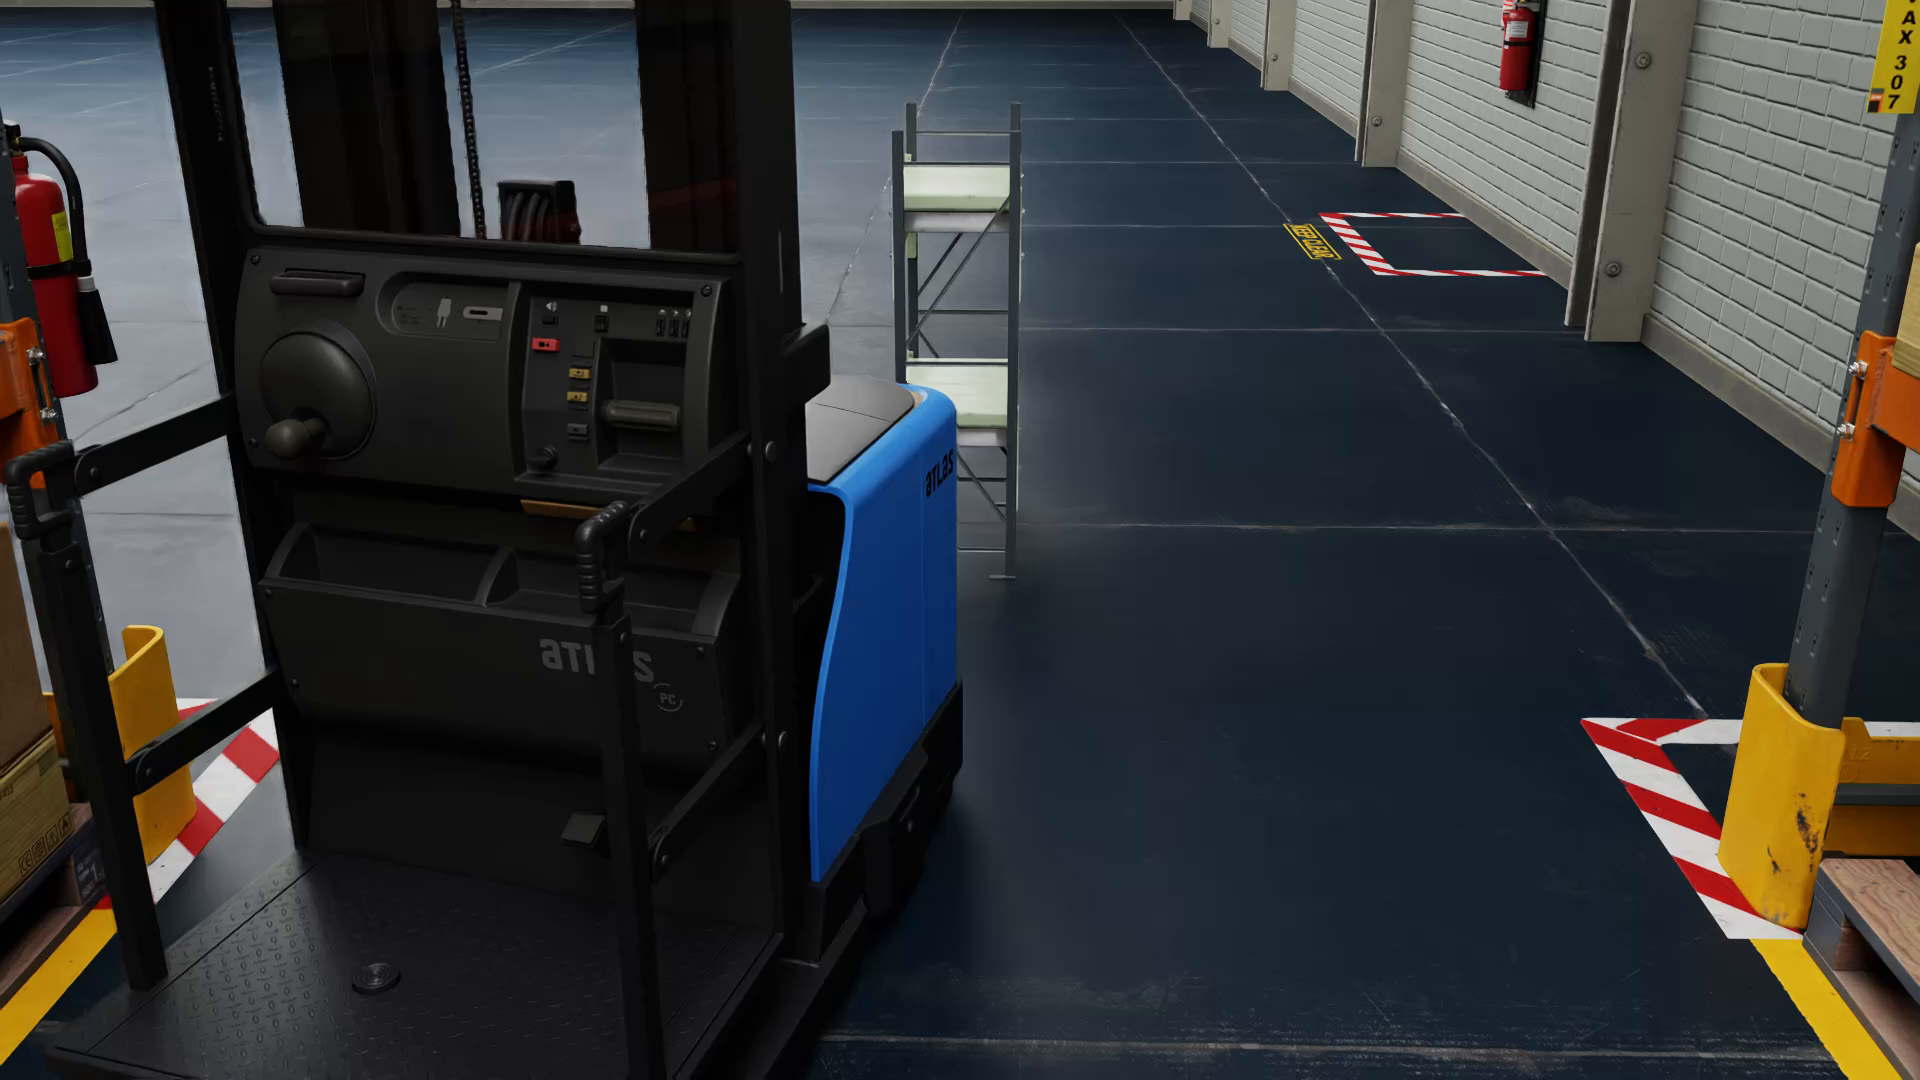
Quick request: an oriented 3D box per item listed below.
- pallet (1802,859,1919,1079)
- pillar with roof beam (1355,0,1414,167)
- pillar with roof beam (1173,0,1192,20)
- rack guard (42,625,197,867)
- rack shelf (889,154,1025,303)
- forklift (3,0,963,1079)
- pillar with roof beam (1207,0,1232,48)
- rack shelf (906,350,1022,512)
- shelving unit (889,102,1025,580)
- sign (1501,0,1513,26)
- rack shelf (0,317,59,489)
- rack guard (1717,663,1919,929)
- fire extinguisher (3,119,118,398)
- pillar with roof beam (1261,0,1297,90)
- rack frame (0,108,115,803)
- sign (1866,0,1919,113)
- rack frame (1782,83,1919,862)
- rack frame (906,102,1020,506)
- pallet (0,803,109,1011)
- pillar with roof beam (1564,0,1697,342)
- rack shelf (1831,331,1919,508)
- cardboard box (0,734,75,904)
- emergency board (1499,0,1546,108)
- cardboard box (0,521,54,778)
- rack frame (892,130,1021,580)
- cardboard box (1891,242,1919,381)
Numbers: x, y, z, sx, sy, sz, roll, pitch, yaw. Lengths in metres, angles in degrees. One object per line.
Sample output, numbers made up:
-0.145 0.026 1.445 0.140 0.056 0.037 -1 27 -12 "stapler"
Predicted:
2.358 1.018 3.113 1.003 0.211 1.213 1 21 2 "pallet"
-0.674 -7.523 12.978 9.100 9.000 0.400 1 21 2 "pillar with roof beam"
-0.127 -14.031 29.751 9.100 9.000 0.400 1 21 2 "pillar with roof beam"
-2.530 0.501 4.047 1.175 0.500 0.348 1 21 2 "rack guard"
0.000 -1.065 5.623 0.431 0.370 0.720 1 21 2 "rack shelf"
-0.906 -0.276 2.689 1.130 2.935 3.031 6 22 16 "forklift"
-0.309 -11.862 24.160 9.100 9.000 0.400 1 21 2 "pillar with roof beam"
0.000 -0.398 5.882 0.431 0.370 0.720 1 21 2 "rack shelf"
0.000 -0.702 5.764 0.431 1.500 0.755 1 21 2 "shelving unit"
3.679 -3.618 11.158 0.001 0.329 0.234 1 21 2 "sign"
-2.592 0.403 1.839 1.077 0.370 4.000 1 21 2 "rack shelf"
2.418 0.590 3.817 1.175 0.500 0.348 1 21 2 "rack guard"
-2.063 -0.658 3.684 0.296 0.674 0.183 1 21 2 "fire extinguisher"
-0.492 -9.693 18.569 9.100 9.000 0.400 1 21 2 "pillar with roof beam"
-2.531 -0.656 3.573 1.000 3.000 0.127 1 21 2 "rack frame"
1.878 -1.012 3.294 0.100 0.325 0.005 1 21 2 "sign"
2.420 -0.603 3.436 1.000 3.000 0.127 1 21 2 "rack frame"
0.011 -0.834 6.105 0.400 1.500 0.023 1 21 2 "rack frame"
-2.512 0.921 3.363 1.003 0.211 1.213 1 21 2 "pallet"
-0.857 -5.354 7.387 9.100 9.000 0.400 1 21 2 "pillar with roof beam"
2.360 0.456 1.702 1.077 0.370 4.000 1 21 2 "rack shelf"
-2.252 0.627 3.486 0.500 0.250 0.500 1 21 2 "cardboard box"
3.560 -3.403 10.652 0.194 1.169 0.643 1 21 2 "emergency board"
-2.250 0.278 3.350 0.500 0.500 0.500 1 21 2 "cardboard box"
-0.011 -0.569 5.423 0.400 1.500 0.023 1 21 2 "rack frame"
2.088 -0.369 3.014 0.500 0.250 0.500 0 21 0 "cardboard box"
